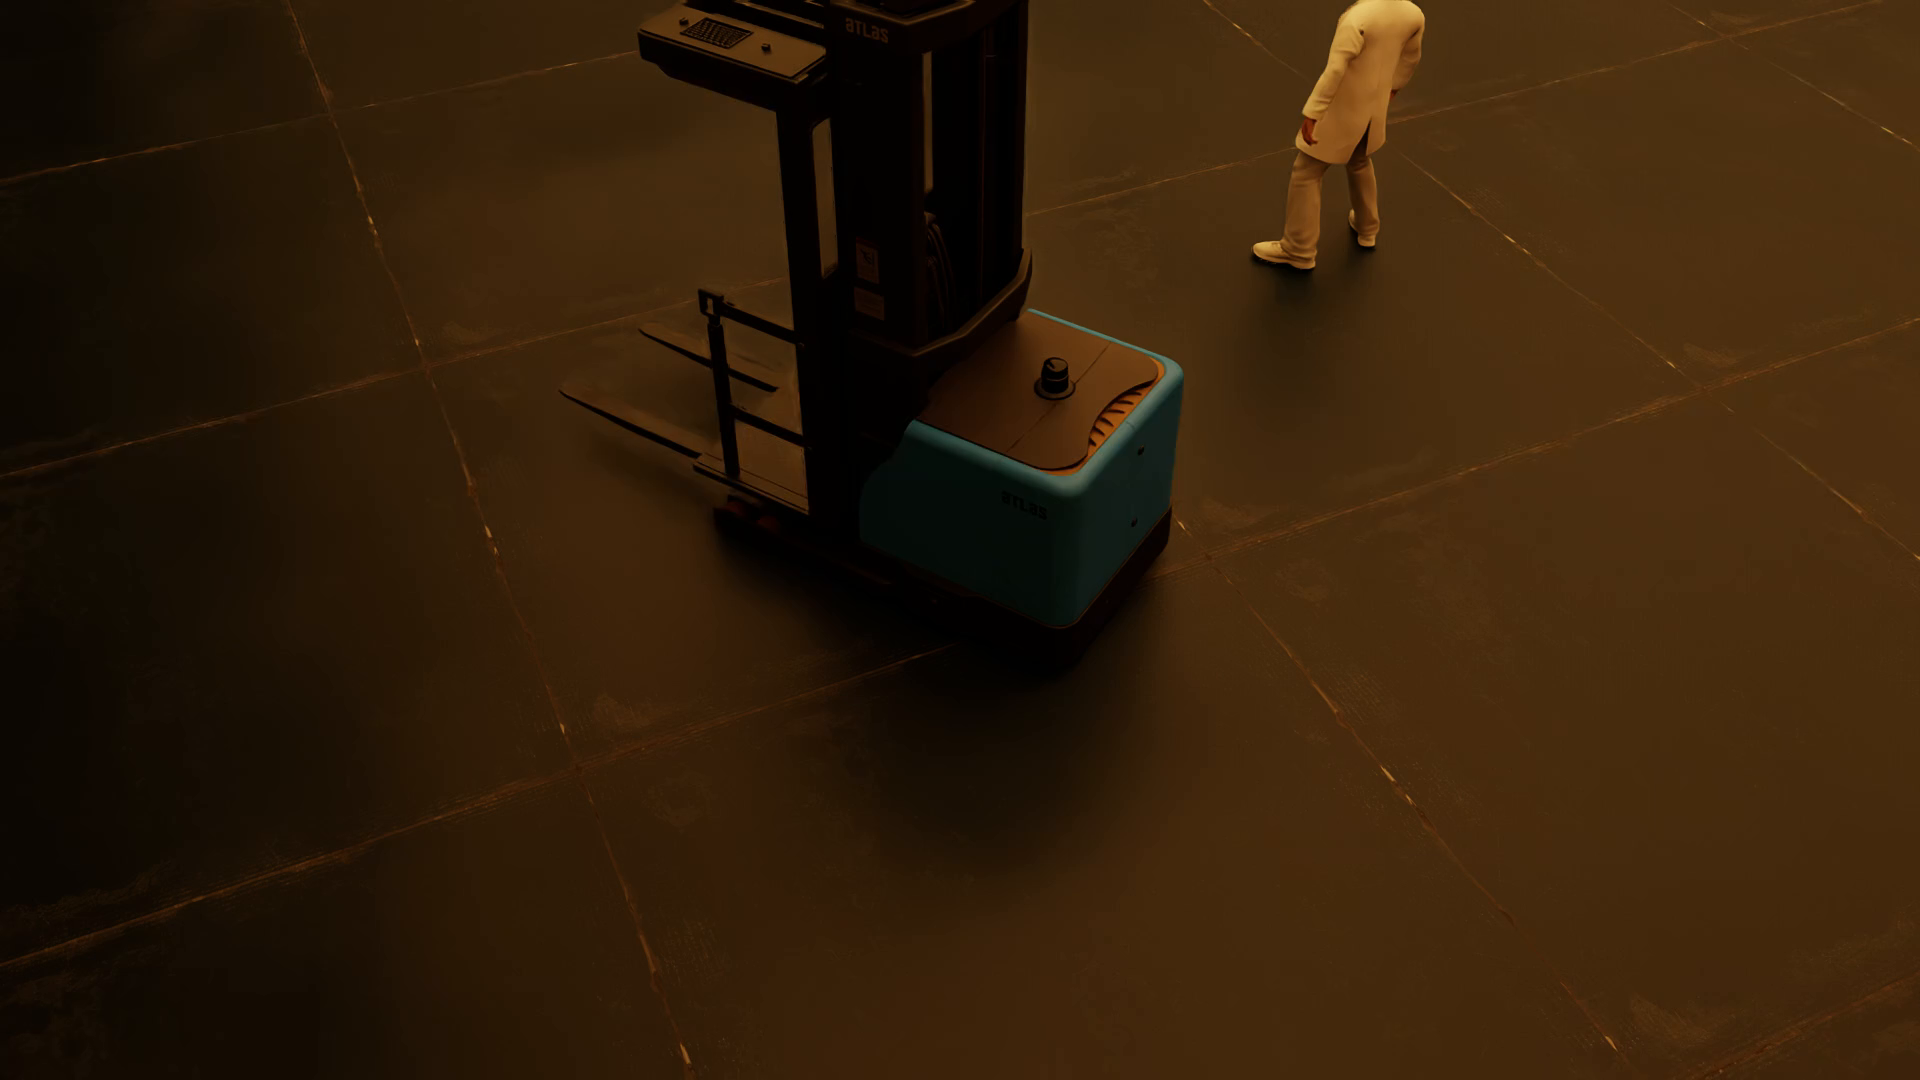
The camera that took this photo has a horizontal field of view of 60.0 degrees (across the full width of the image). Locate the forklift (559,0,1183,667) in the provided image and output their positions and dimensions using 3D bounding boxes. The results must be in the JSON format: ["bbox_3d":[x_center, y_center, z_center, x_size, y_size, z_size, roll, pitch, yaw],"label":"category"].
[{"bbox_3d":[-0.552,-1.302,7.075,3.031,2.935,1.130,23,48,23],"label":"forklift"}]

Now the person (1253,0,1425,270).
[{"bbox_3d":[2.136,-2.363,9.085,0.891,1.747,0.370,-23,48,-23],"label":"person"}]
